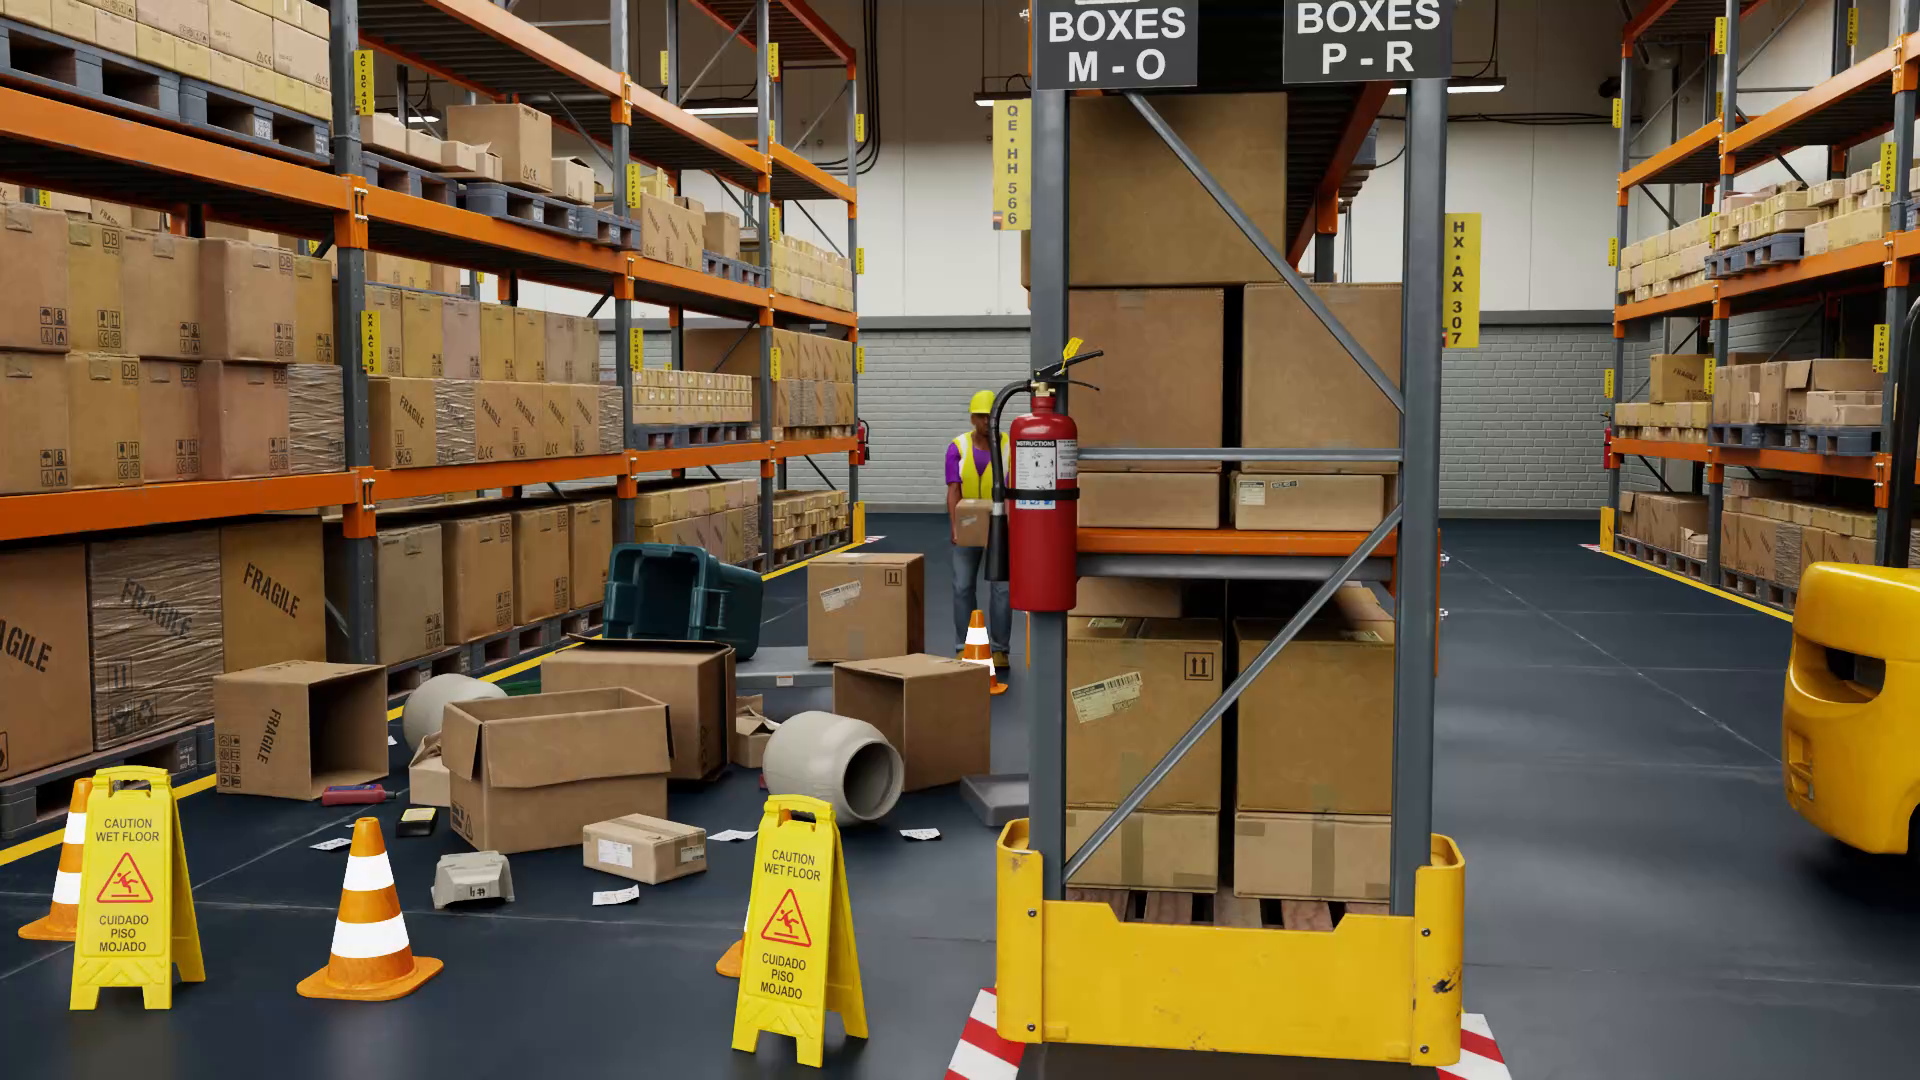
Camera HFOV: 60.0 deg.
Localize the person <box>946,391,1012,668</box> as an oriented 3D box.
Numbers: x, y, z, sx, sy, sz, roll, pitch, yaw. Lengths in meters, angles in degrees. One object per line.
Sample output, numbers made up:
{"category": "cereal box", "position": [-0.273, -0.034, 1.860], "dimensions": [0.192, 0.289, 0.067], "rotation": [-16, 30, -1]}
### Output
{"category": "person", "position": [0.158, -0.065, 10.469], "dimensions": [0.503, 1.743, 0.591], "rotation": [1, 4, 8]}
